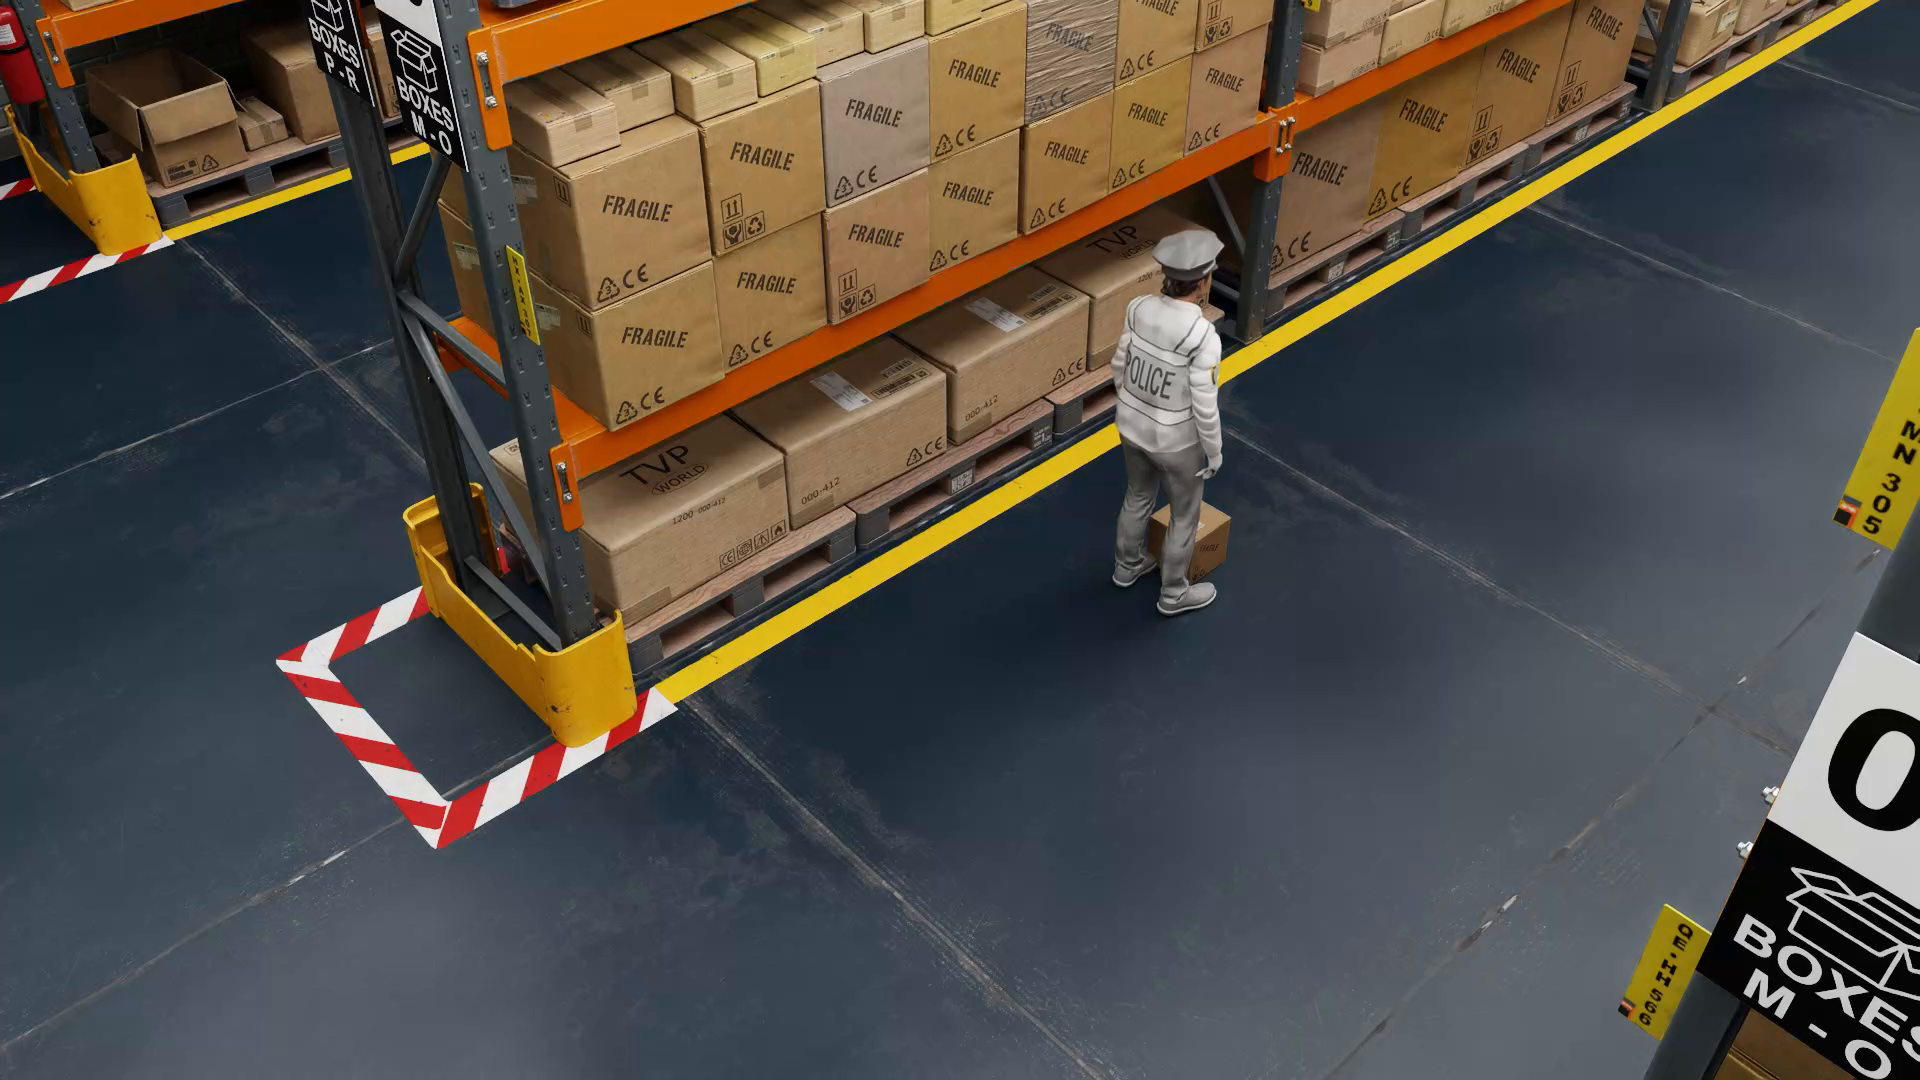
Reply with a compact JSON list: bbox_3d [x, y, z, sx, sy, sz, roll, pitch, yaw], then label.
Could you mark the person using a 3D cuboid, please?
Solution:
[{"bbox_3d":[0.827,-0.438,6.674,0.375,1.664,0.529,-31,49,-31],"label":"person"}]
